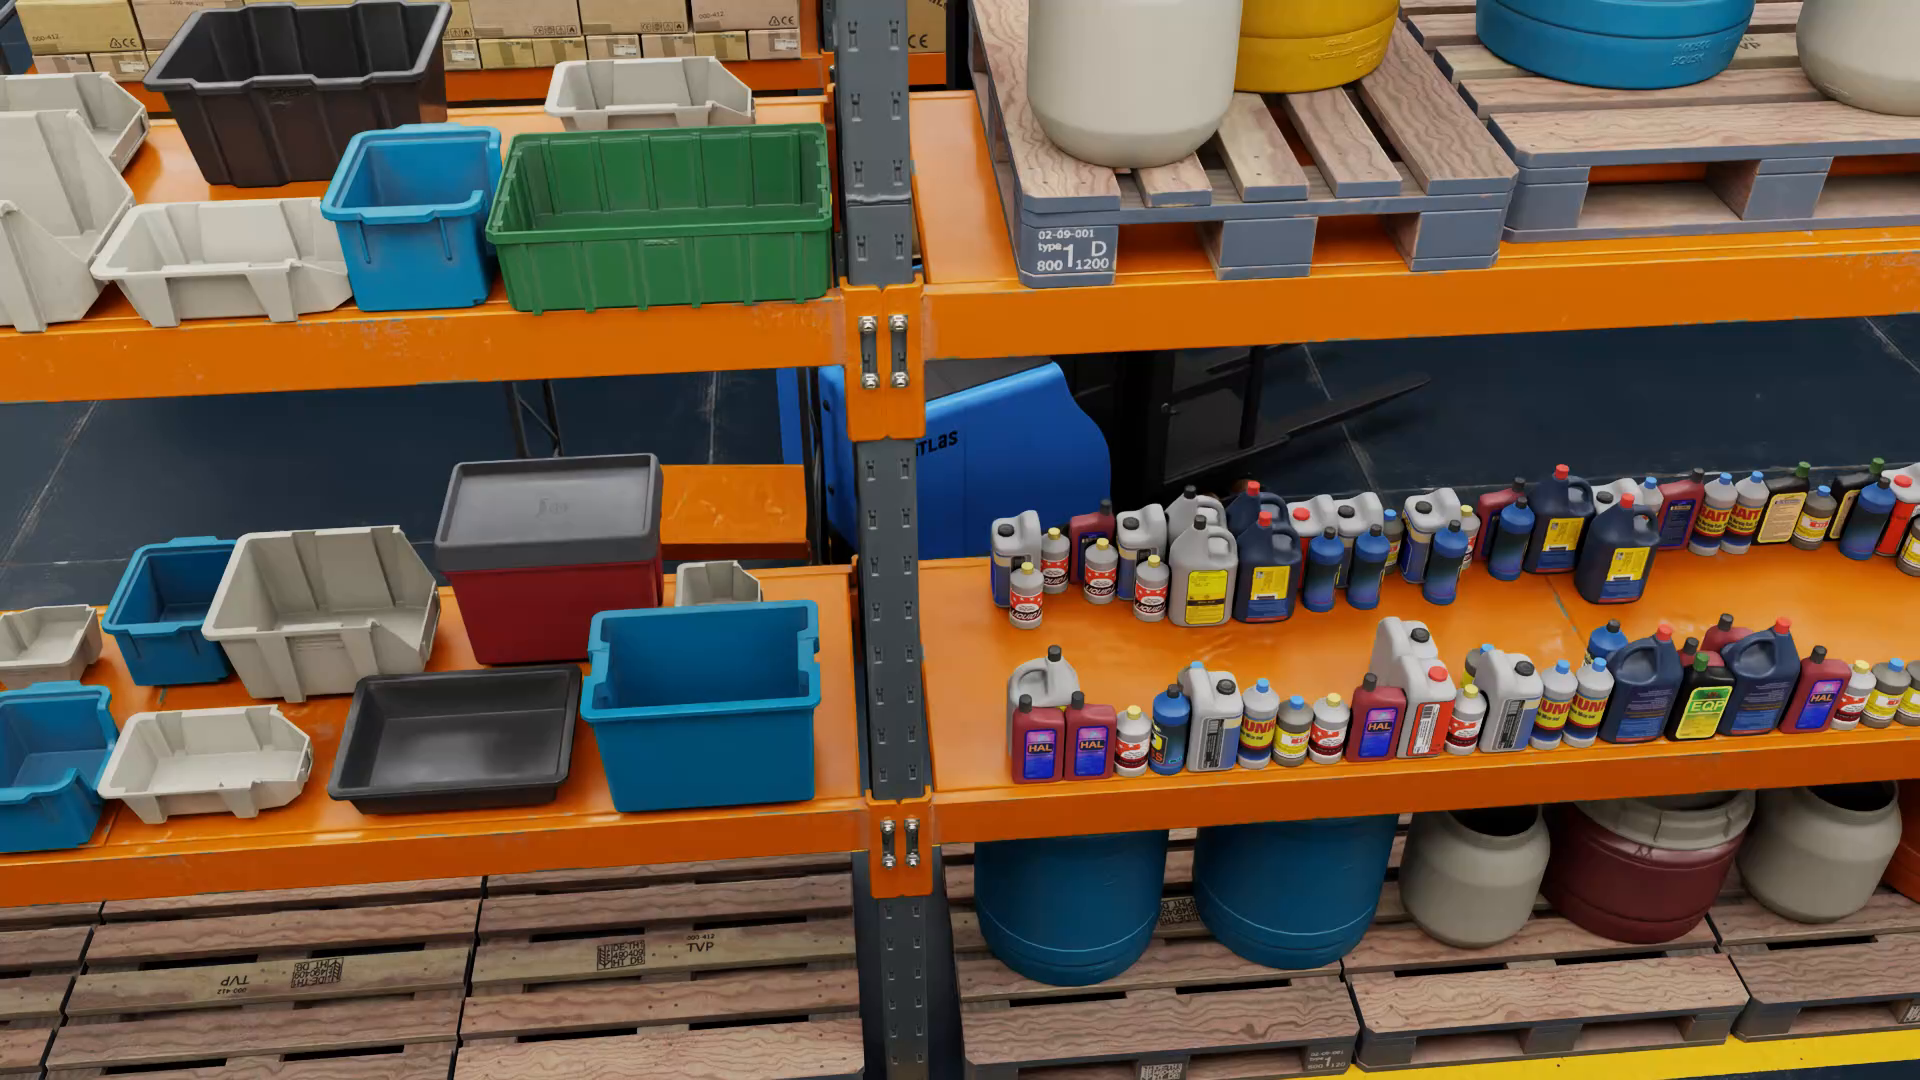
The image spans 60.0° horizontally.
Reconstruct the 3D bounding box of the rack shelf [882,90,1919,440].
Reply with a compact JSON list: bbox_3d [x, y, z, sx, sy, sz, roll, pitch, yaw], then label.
[{"bbox_3d":[1.791,-0.785,3.983,4.000,0.370,1.077,-3,38,-4],"label":"rack shelf"}]

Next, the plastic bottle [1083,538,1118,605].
[{"bbox_3d":[0.414,0.083,4.883,0.097,0.201,0.097,0,38,0],"label":"plastic bottle"}]

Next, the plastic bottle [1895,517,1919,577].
[{"bbox_3d":[2.892,0.004,4.984,0.097,0.201,0.097,0,38,0],"label":"plastic bottle"}]

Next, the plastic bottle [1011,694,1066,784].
[{"bbox_3d":[0.201,0.508,4.278,0.133,0.283,0.061,-3,38,-4],"label":"plastic bottle"}]

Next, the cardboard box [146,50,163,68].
[{"bbox_3d":[-3.731,-2.364,8.027,0.250,0.149,0.380,-4,38,-5],"label":"cardboard box"}]

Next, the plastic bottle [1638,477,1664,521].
[{"bbox_3d":[2.055,-0.072,5.024,0.097,0.271,0.097,0,38,0],"label":"plastic bottle"}]

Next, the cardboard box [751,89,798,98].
[{"bbox_3d":[-1.305,-2.180,8.968,0.875,0.875,0.875,-3,38,-4],"label":"cardboard box"}]

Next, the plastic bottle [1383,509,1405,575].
[{"bbox_3d":[1.276,-0.002,4.991,0.097,0.201,0.097,0,38,0],"label":"plastic bottle"}]

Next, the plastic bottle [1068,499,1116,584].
[{"bbox_3d":[0.389,0.003,4.918,0.133,0.283,0.061,-3,38,-4],"label":"plastic bottle"}]

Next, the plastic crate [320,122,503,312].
[{"bbox_3d":[-1.080,-0.646,3.360,0.300,0.233,0.416,-3,38,-4],"label":"plastic crate"}]

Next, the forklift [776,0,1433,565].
[{"bbox_3d":[0.760,-1.457,6.730,3.031,2.935,1.130,-20,42,-23],"label":"forklift"}]

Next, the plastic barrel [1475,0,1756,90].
[{"bbox_3d":[1.485,-1.508,3.574,0.708,0.901,0.600,-3,38,-4],"label":"plastic barrel"}]

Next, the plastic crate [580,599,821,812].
[{"bbox_3d":[-0.636,0.438,4.237,0.575,0.384,0.392,-3,38,-4],"label":"plastic crate"}]

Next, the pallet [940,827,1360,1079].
[{"bbox_3d":[0.571,1.298,5.435,1.213,0.211,1.003,-3,38,-4],"label":"pallet"}]

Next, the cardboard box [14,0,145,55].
[{"bbox_3d":[-4.123,-2.535,7.922,0.500,0.250,0.500,-4,38,-5],"label":"cardboard box"}]

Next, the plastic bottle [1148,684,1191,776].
[{"bbox_3d":[0.545,0.483,4.320,0.097,0.271,0.097,0,38,0],"label":"plastic bottle"}]

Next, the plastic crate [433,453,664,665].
[{"bbox_3d":[-1.113,0.065,4.646,0.583,0.464,0.402,-3,38,-4],"label":"plastic crate"}]

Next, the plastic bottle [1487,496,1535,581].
[{"bbox_3d":[1.645,-0.012,4.947,0.097,0.271,0.097,0,38,0],"label":"plastic bottle"}]

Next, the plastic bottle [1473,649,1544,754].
[{"bbox_3d":[1.447,0.414,4.403,0.135,0.276,0.152,-3,38,-4],"label":"plastic bottle"}]

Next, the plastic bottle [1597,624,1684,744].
[{"bbox_3d":[1.800,0.368,4.402,0.185,0.351,0.144,-3,38,-4],"label":"plastic bottle"}]

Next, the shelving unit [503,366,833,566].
[{"bbox_3d":[-1.067,-0.221,6.319,1.083,1.500,0.587,0,38,-1],"label":"shelving unit"}]

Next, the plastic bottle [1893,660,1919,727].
[{"bbox_3d":[2.586,0.398,4.485,0.097,0.201,0.097,0,38,0],"label":"plastic bottle"}]

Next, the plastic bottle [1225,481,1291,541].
[{"bbox_3d":[0.869,-0.024,4.898,0.185,0.351,0.144,-3,38,-4],"label":"plastic bottle"}]

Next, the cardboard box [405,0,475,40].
[{"bbox_3d":[-2.585,-2.624,8.036,0.500,0.250,0.500,-4,38,-5],"label":"cardboard box"}]

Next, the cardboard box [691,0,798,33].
[{"bbox_3d":[-1.057,-2.708,8.142,0.500,0.250,0.500,-4,38,-5],"label":"cardboard box"}]

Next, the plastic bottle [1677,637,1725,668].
[{"bbox_3d":[1.957,0.374,4.449,0.133,0.283,0.061,-3,38,-4],"label":"plastic bottle"}]

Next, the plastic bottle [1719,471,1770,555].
[{"bbox_3d":[2.382,-0.090,5.047,0.097,0.271,0.097,0,38,0],"label":"plastic bottle"}]

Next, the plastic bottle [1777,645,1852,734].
[{"bbox_3d":[2.279,0.394,4.423,0.133,0.283,0.061,-3,38,-4],"label":"plastic bottle"}]

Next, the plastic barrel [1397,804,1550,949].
[{"bbox_3d":[1.617,0.997,5.234,0.421,0.512,0.421,0,38,0],"label":"plastic barrel"}]

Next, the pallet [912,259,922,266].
[{"bbox_3d":[0.122,-1.831,9.400,1.213,0.211,1.003,-3,38,-4],"label":"pallet"}]

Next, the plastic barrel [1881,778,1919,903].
[{"bbox_3d":[3.297,0.724,5.323,0.708,0.830,0.600,-3,38,-4],"label":"plastic barrel"}]

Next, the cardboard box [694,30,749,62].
[{"bbox_3d":[-1.172,-2.505,8.206,0.250,0.149,0.380,-2,38,-3],"label":"cardboard box"}]

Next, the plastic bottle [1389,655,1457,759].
[{"bbox_3d":[1.215,0.427,4.387,0.135,0.276,0.152,-3,38,-4],"label":"plastic bottle"}]

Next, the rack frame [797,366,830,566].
[{"bbox_3d":[-0.550,-0.225,6.324,0.032,1.500,0.500,0,38,-1],"label":"rack frame"}]

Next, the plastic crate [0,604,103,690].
[{"bbox_3d":[-2.531,0.297,4.616,0.250,0.136,0.298,-3,38,-4],"label":"plastic crate"}]

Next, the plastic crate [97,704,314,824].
[{"bbox_3d":[-1.909,0.580,4.257,0.466,0.136,0.293,-3,38,-4],"label":"plastic crate"}]

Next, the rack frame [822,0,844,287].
[{"bbox_3d":[-0.640,-2.836,8.423,0.127,3.000,1.000,-3,38,-4],"label":"rack frame"}]

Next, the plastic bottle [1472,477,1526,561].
[{"bbox_3d":[1.620,-0.064,5.004,0.133,0.283,0.061,-3,38,-4],"label":"plastic bottle"}]

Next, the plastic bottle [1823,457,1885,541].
[{"bbox_3d":[2.725,-0.125,5.081,0.133,0.283,0.061,-3,38,-4],"label":"plastic bottle"}]

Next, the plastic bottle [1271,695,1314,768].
[{"bbox_3d":[0.873,0.492,4.365,0.097,0.201,0.097,0,38,0],"label":"plastic bottle"}]

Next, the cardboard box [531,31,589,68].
[{"bbox_3d":[-1.940,-2.462,8.152,0.250,0.149,0.380,-2,38,-3],"label":"cardboard box"}]

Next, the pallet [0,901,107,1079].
[{"bbox_3d":[-3.361,1.512,5.163,1.213,0.211,1.003,-3,38,-4],"label":"pallet"}]

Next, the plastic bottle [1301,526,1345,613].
[{"bbox_3d":[1.058,0.077,4.835,0.097,0.271,0.097,0,38,0],"label":"plastic bottle"}]

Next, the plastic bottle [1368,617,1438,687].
[{"bbox_3d":[1.202,0.333,4.506,0.135,0.276,0.152,-3,38,-4],"label":"plastic bottle"}]

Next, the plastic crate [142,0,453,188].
[{"bbox_3d":[-1.463,-1.008,3.790,0.590,0.269,0.497,-3,38,-4],"label":"plastic crate"}]

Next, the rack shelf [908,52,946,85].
[{"bbox_3d":[1.352,-2.664,8.785,4.000,0.370,1.077,-3,38,-4],"label":"rack shelf"}]
